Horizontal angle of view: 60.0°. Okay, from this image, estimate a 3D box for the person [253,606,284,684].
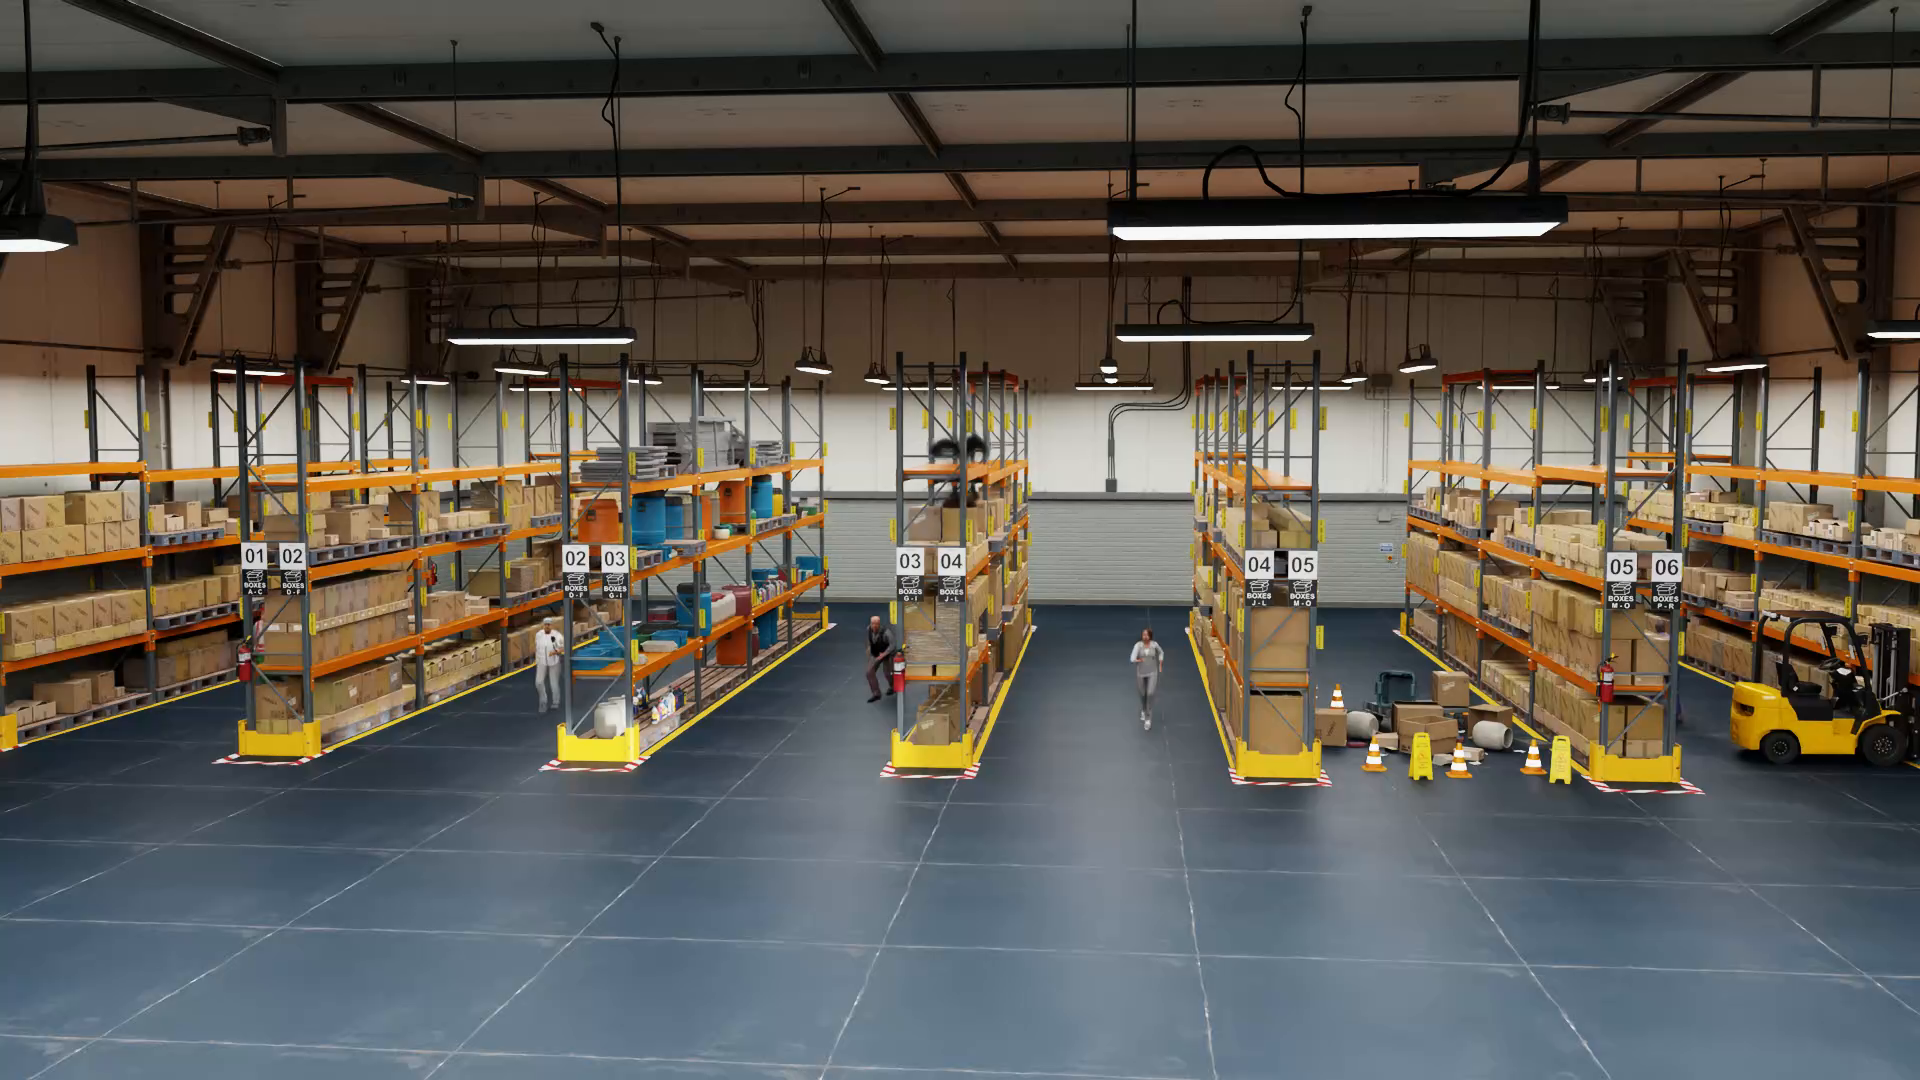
[{"bbox_3d":[-12.363,2.030,29.720,0.660,1.728,0.644,0,4,-2],"label":"person"}]

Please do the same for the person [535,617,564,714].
[{"bbox_3d":[-7.090,2.163,28.688,0.526,1.675,0.797,0,4,-4],"label":"person"}]

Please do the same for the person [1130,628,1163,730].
[{"bbox_3d":[3.067,2.243,27.325,0.527,1.626,0.823,1,4,10],"label":"person"}]

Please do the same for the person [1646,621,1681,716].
[{"bbox_3d":[11.915,2.204,28.191,0.601,1.626,0.947,0,4,-3],"label":"person"}]

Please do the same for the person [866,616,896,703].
[{"bbox_3d":[-1.342,2.089,29.779,0.664,1.550,1.047,2,4,24],"label":"person"}]
